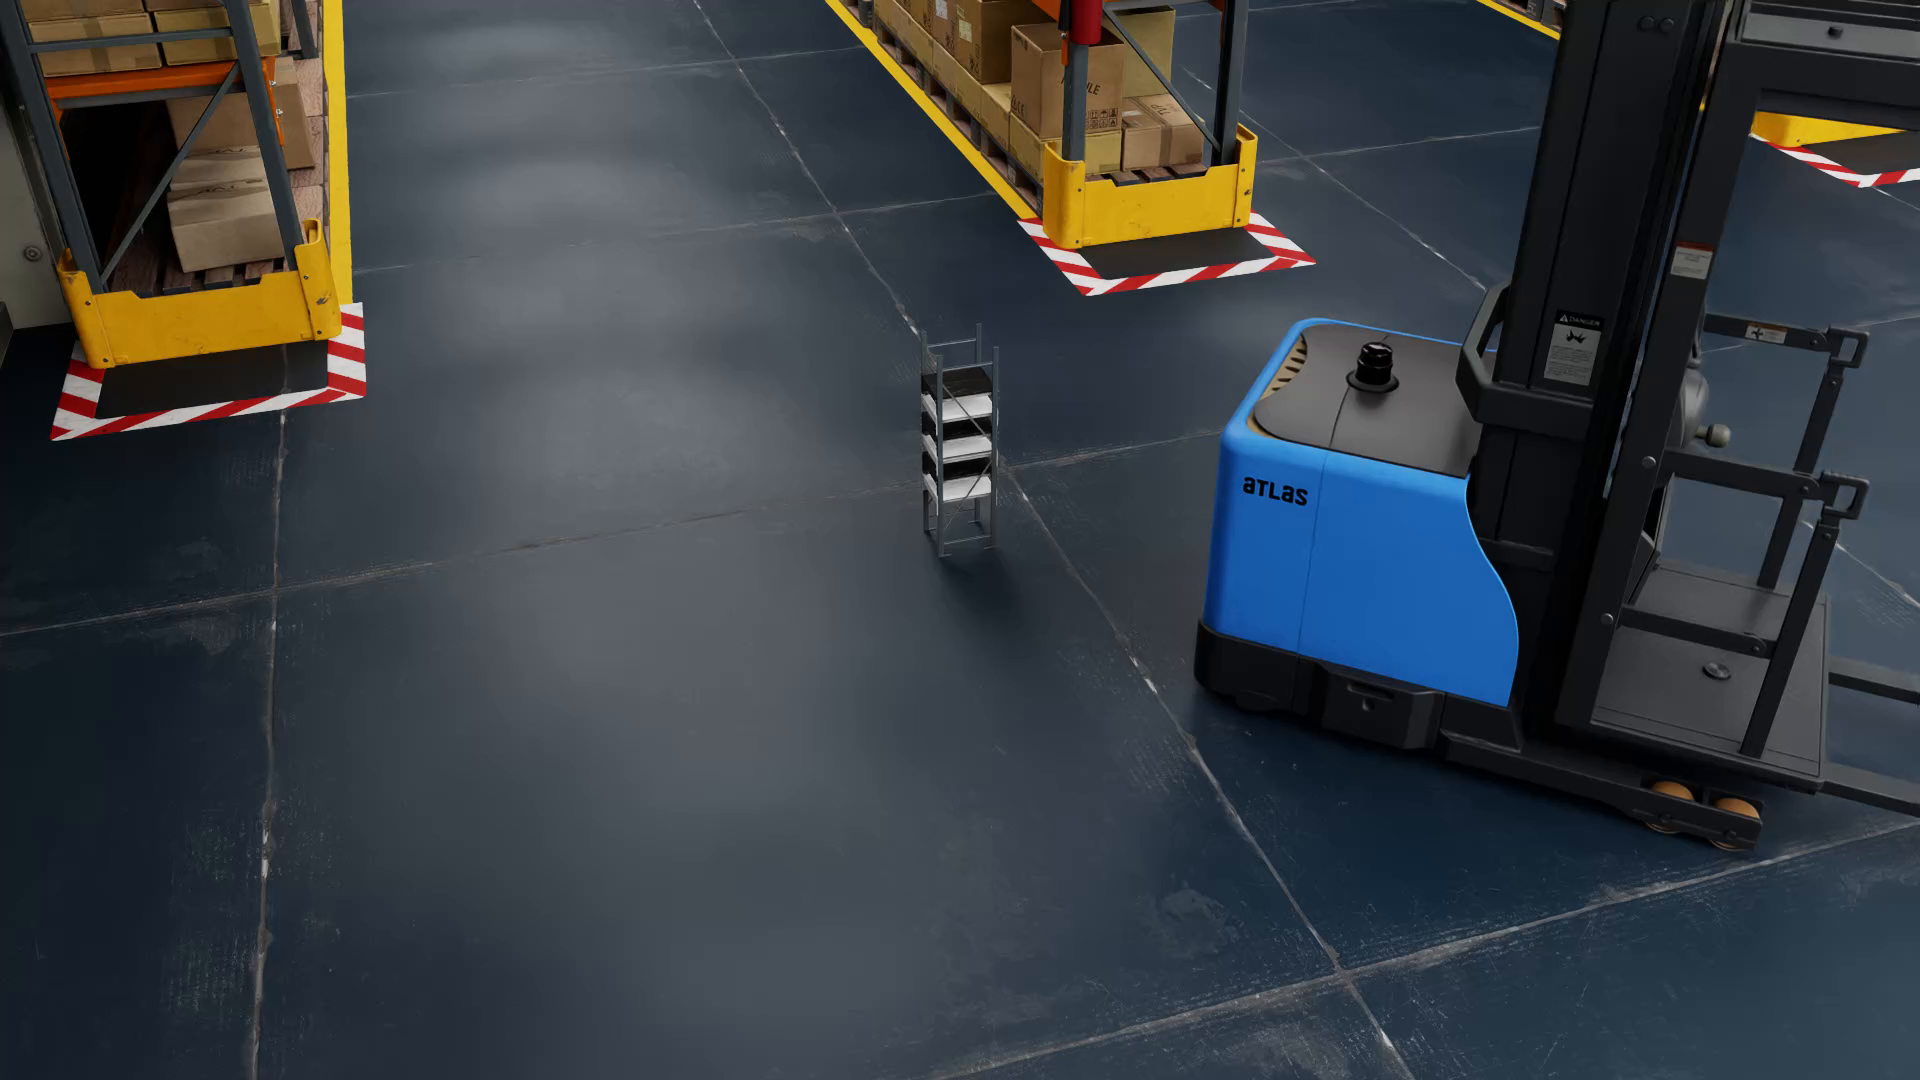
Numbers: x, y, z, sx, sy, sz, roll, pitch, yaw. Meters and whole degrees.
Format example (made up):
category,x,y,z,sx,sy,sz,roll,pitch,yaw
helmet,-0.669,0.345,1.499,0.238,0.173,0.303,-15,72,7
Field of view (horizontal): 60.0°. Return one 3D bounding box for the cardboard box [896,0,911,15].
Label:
category,x,y,z,sx,sy,sz,roll,pitch,yaw
cardboard box,-0.165,-3.932,11.413,0.500,0.500,0.500,-10,35,-15

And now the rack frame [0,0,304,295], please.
category,x,y,z,sx,sy,sz,roll,pitch,yaw
rack frame,-3.665,-2.213,7.379,1.000,3.000,0.127,-10,35,-15

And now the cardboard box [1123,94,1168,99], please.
category,x,y,z,sx,sy,sz,roll,pitch,yaw
cardboard box,0.944,-2.657,10.164,0.500,0.250,0.500,-10,35,-15

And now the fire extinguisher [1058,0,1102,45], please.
category,x,y,z,sx,sy,sz,roll,pitch,yaw
fire extinguisher,0.645,-2.876,8.452,0.296,0.674,0.183,-10,35,-15

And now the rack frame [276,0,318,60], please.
category,x,y,z,sx,sy,sz,roll,pitch,yaw
rack frame,-4.885,-4.314,10.557,1.000,3.000,0.127,-10,35,-15

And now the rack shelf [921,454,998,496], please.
category,x,y,z,sx,sy,sz,roll,pitch,yaw
rack shelf,-0.002,-0.277,6.576,0.258,0.077,0.200,-10,35,-15

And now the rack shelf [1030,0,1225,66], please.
category,x,y,z,sx,sy,sz,roll,pitch,yaw
rack shelf,0.441,-3.798,10.430,1.077,0.370,4.000,-10,35,-15

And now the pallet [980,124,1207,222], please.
category,x,y,z,sx,sy,sz,roll,pitch,yaw
pallet,0.778,-2.280,10.008,1.003,0.211,1.213,-10,35,-15

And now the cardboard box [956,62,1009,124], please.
category,x,y,z,sx,sy,sz,roll,pitch,yaw
cardboard box,0.288,-2.831,10.427,0.500,0.250,0.500,-10,35,-15

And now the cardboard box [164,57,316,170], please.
category,x,y,z,sx,sy,sz,roll,pitch,yaw
cardboard box,-4.141,-2.425,9.568,0.700,0.500,0.500,-12,35,-18

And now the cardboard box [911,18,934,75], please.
category,x,y,z,sx,sy,sz,roll,pitch,yaw
cardboard box,-0.021,-3.355,11.220,0.500,0.250,0.500,-10,35,-15

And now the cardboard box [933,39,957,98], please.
category,x,y,z,sx,sy,sz,roll,pitch,yaw
cardboard box,0.137,-3.094,10.824,0.500,0.250,0.500,-10,35,-15

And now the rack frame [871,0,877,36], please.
category,x,y,z,sx,sy,sz,roll,pitch,yaw
rack frame,-0.169,-5.149,11.821,1.000,3.000,0.127,-10,35,-15

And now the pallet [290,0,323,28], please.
category,x,y,z,sx,sy,sz,roll,pitch,yaw
pallet,-5.500,-4.200,12.915,1.003,0.211,1.213,-10,35,-15

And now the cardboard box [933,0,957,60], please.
category,x,y,z,sx,sy,sz,roll,pitch,yaw
cardboard box,0.134,-3.406,10.617,0.500,0.500,0.500,-10,35,-15

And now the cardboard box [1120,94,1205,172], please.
category,x,y,z,sx,sy,sz,roll,pitch,yaw
cardboard box,1.100,-2.395,9.767,0.500,0.250,0.500,-10,35,-15

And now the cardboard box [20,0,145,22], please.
category,x,y,z,sx,sy,sz,roll,pitch,yaw
cardboard box,-4.011,-2.684,7.528,0.500,0.500,0.500,-10,35,-15

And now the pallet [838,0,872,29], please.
category,x,y,z,sx,sy,sz,roll,pitch,yaw
pallet,-0.431,-4.365,13.165,1.003,0.211,1.213,-10,35,-15

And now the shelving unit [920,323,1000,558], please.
category,x,y,z,sx,sy,sz,roll,pitch,yaw
shelving unit,-0.002,-0.380,6.508,0.258,0.900,0.210,-10,35,-15

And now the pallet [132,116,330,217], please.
category,x,y,z,sx,sy,sz,roll,pitch,yaw
pallet,-4.271,-2.162,9.830,1.003,0.211,1.213,-10,35,-15

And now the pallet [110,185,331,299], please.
category,x,y,z,sx,sy,sz,roll,pitch,yaw
pallet,-3.902,-1.522,8.862,1.003,0.211,1.213,-10,35,-15

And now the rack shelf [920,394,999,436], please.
category,x,y,z,sx,sy,sz,roll,pitch,yaw
rack shelf,-0.002,-0.502,6.428,0.258,0.077,0.200,-10,35,-15

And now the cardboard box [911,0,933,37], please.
category,x,y,z,sx,sy,sz,roll,pitch,yaw
cardboard box,-0.020,-3.668,11.014,0.500,0.500,0.500,-10,35,-15

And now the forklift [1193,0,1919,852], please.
category,x,y,z,sx,sy,sz,roll,pitch,yaw
forklift,2.390,-0.574,4.960,3.031,2.935,1.130,14,36,20

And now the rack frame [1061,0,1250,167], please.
category,x,y,z,sx,sy,sz,roll,pitch,yaw
rack frame,1.051,-3.048,8.642,1.000,3.000,0.127,-10,35,-15

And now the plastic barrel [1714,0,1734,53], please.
category,x,y,z,sx,sy,sz,roll,pitch,yaw
plastic barrel,5.343,-3.613,11.372,0.421,0.512,0.421,0,33,0

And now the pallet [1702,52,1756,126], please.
category,x,y,z,sx,sy,sz,roll,pitch,yaw
pallet,5.459,-3.175,11.364,1.003,0.211,1.213,-10,35,-15

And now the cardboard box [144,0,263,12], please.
category,x,y,z,sx,sy,sz,roll,pitch,yaw
cardboard box,-3.525,-2.773,7.664,0.500,0.500,0.500,-10,35,-15

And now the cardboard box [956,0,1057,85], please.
category,x,y,z,sx,sy,sz,roll,pitch,yaw
cardboard box,0.285,-3.143,10.219,0.500,0.500,0.500,-10,35,-15

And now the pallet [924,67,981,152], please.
category,x,y,z,sx,sy,sz,roll,pitch,yaw
pallet,0.410,-2.919,10.976,1.003,0.211,1.213,-10,35,-15

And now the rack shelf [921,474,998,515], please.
category,x,y,z,sx,sy,sz,roll,pitch,yaw
rack shelf,-0.002,-0.202,6.626,0.258,0.077,0.200,-10,35,-15

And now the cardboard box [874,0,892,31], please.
category,x,y,z,sx,sy,sz,roll,pitch,yaw
cardboard box,-0.316,-3.882,12.017,0.500,0.250,0.500,-10,35,-15

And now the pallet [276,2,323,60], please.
category,x,y,z,sx,sy,sz,roll,pitch,yaw
pallet,-5.124,-3.559,11.944,1.003,0.211,1.213,-10,35,-15

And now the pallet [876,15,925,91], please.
category,x,y,z,sx,sy,sz,roll,pitch,yaw
pallet,0.034,-3.561,11.947,1.003,0.211,1.213,-10,35,-15

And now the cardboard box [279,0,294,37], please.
category,x,y,z,sx,sy,sz,roll,pitch,yaw
cardboard box,-5.126,-3.838,11.705,0.700,0.500,0.500,-9,34,-13

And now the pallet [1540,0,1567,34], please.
category,x,y,z,sx,sy,sz,roll,pitch,yaw
pallet,5.091,-3.815,12.332,1.003,0.211,1.213,-10,35,-15

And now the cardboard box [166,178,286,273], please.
category,x,y,z,sx,sy,sz,roll,pitch,yaw
cardboard box,-3.790,-1.654,8.571,0.500,0.311,0.500,-14,36,-20

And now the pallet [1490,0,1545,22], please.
category,x,y,z,sx,sy,sz,roll,pitch,yaw
pallet,4.715,-4.457,13.303,1.003,0.211,1.213,-10,35,-15

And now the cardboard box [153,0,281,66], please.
category,x,y,z,sx,sy,sz,roll,pitch,yaw
cardboard box,-3.512,-2.469,7.883,0.500,0.250,0.500,-11,35,-16

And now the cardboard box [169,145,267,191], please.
category,x,y,z,sx,sy,sz,roll,pitch,yaw
cardboard box,-3.964,-1.953,9.024,0.500,0.311,0.500,-7,34,-11

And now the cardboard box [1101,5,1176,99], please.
category,x,y,z,sx,sy,sz,roll,pitch,yaw
cardboard box,0.945,-2.970,9.957,0.500,0.500,0.500,-10,35,-15

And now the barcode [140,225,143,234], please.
category,x,y,z,sx,sy,sz,roll,pitch,yaw
barcode,-4.177,-1.600,8.482,0.001,0.075,0.075,-10,35,-15

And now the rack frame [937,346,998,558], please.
category,x,y,z,sx,sy,sz,roll,pitch,yaw
rack frame,0.029,-0.326,6.428,0.240,0.900,0.006,-10,35,-15

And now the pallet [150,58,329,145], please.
category,x,y,z,sx,sy,sz,roll,pitch,yaw
pallet,-4.647,-2.803,10.801,1.003,0.211,1.213,-10,35,-15

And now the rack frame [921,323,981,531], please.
category,x,y,z,sx,sy,sz,roll,pitch,yaw
rack frame,-0.033,-0.433,6.589,0.240,0.900,0.006,-10,35,-15

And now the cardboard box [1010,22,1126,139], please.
category,x,y,z,sx,sy,sz,roll,pitch,yaw
cardboard box,0.604,-2.621,9.428,0.500,0.500,0.500,-10,35,-15

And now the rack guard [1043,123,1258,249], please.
category,x,y,z,sx,sy,sz,roll,pitch,yaw
rack guard,1.059,-1.993,9.313,1.175,0.500,0.348,-10,35,-15

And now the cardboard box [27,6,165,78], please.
category,x,y,z,sx,sy,sz,roll,pitch,yaw
cardboard box,-3.992,-2.372,7.737,0.500,0.250,0.500,-10,35,-14

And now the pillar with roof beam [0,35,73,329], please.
category,x,y,z,sx,sy,sz,roll,pitch,yaw
pillar with roof beam,-0.603,-5.662,7.157,9.100,9.000,0.400,-10,35,-15

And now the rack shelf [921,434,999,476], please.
category,x,y,z,sx,sy,sz,roll,pitch,yaw
rack shelf,-0.002,-0.352,6.527,0.258,0.077,0.200,-10,35,-15

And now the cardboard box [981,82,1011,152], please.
category,x,y,z,sx,sy,sz,roll,pitch,yaw
cardboard box,0.442,-2.569,10.030,0.500,0.250,0.500,-10,35,-15

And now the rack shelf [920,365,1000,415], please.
category,x,y,z,sx,sy,sz,roll,pitch,yaw
rack shelf,-0.002,-0.577,6.378,0.258,0.077,0.200,-10,35,-15

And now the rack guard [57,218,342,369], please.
category,x,y,z,sx,sy,sz,roll,pitch,yaw
rack guard,-3.688,-1.210,8.128,1.175,0.500,0.348,-10,35,-15

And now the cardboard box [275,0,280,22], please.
category,x,y,z,sx,sy,sz,roll,pitch,yaw
cardboard box,-3.684,-2.739,8.292,0.500,0.250,0.500,-11,35,-16

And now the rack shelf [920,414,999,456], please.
category,x,y,z,sx,sy,sz,roll,pitch,yaw
rack shelf,-0.002,-0.427,6.477,0.258,0.077,0.200,-10,35,-15

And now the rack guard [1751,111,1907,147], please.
category,x,y,z,sx,sy,sz,roll,pitch,yaw
rack guard,5.702,-2.869,10.638,1.175,0.500,0.348,-10,35,-15

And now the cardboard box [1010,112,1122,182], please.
category,x,y,z,sx,sy,sz,roll,pitch,yaw
cardboard box,0.606,-2.308,9.636,0.500,0.250,0.500,-10,35,-15

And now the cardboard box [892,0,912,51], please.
category,x,y,z,sx,sy,sz,roll,pitch,yaw
cardboard box,-0.168,-3.619,11.619,0.500,0.250,0.500,-10,35,-15

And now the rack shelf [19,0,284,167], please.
category,x,y,z,sx,sy,sz,roll,pitch,yaw
rack shelf,-4.275,-2.963,9.166,1.077,0.370,4.000,-10,35,-15
